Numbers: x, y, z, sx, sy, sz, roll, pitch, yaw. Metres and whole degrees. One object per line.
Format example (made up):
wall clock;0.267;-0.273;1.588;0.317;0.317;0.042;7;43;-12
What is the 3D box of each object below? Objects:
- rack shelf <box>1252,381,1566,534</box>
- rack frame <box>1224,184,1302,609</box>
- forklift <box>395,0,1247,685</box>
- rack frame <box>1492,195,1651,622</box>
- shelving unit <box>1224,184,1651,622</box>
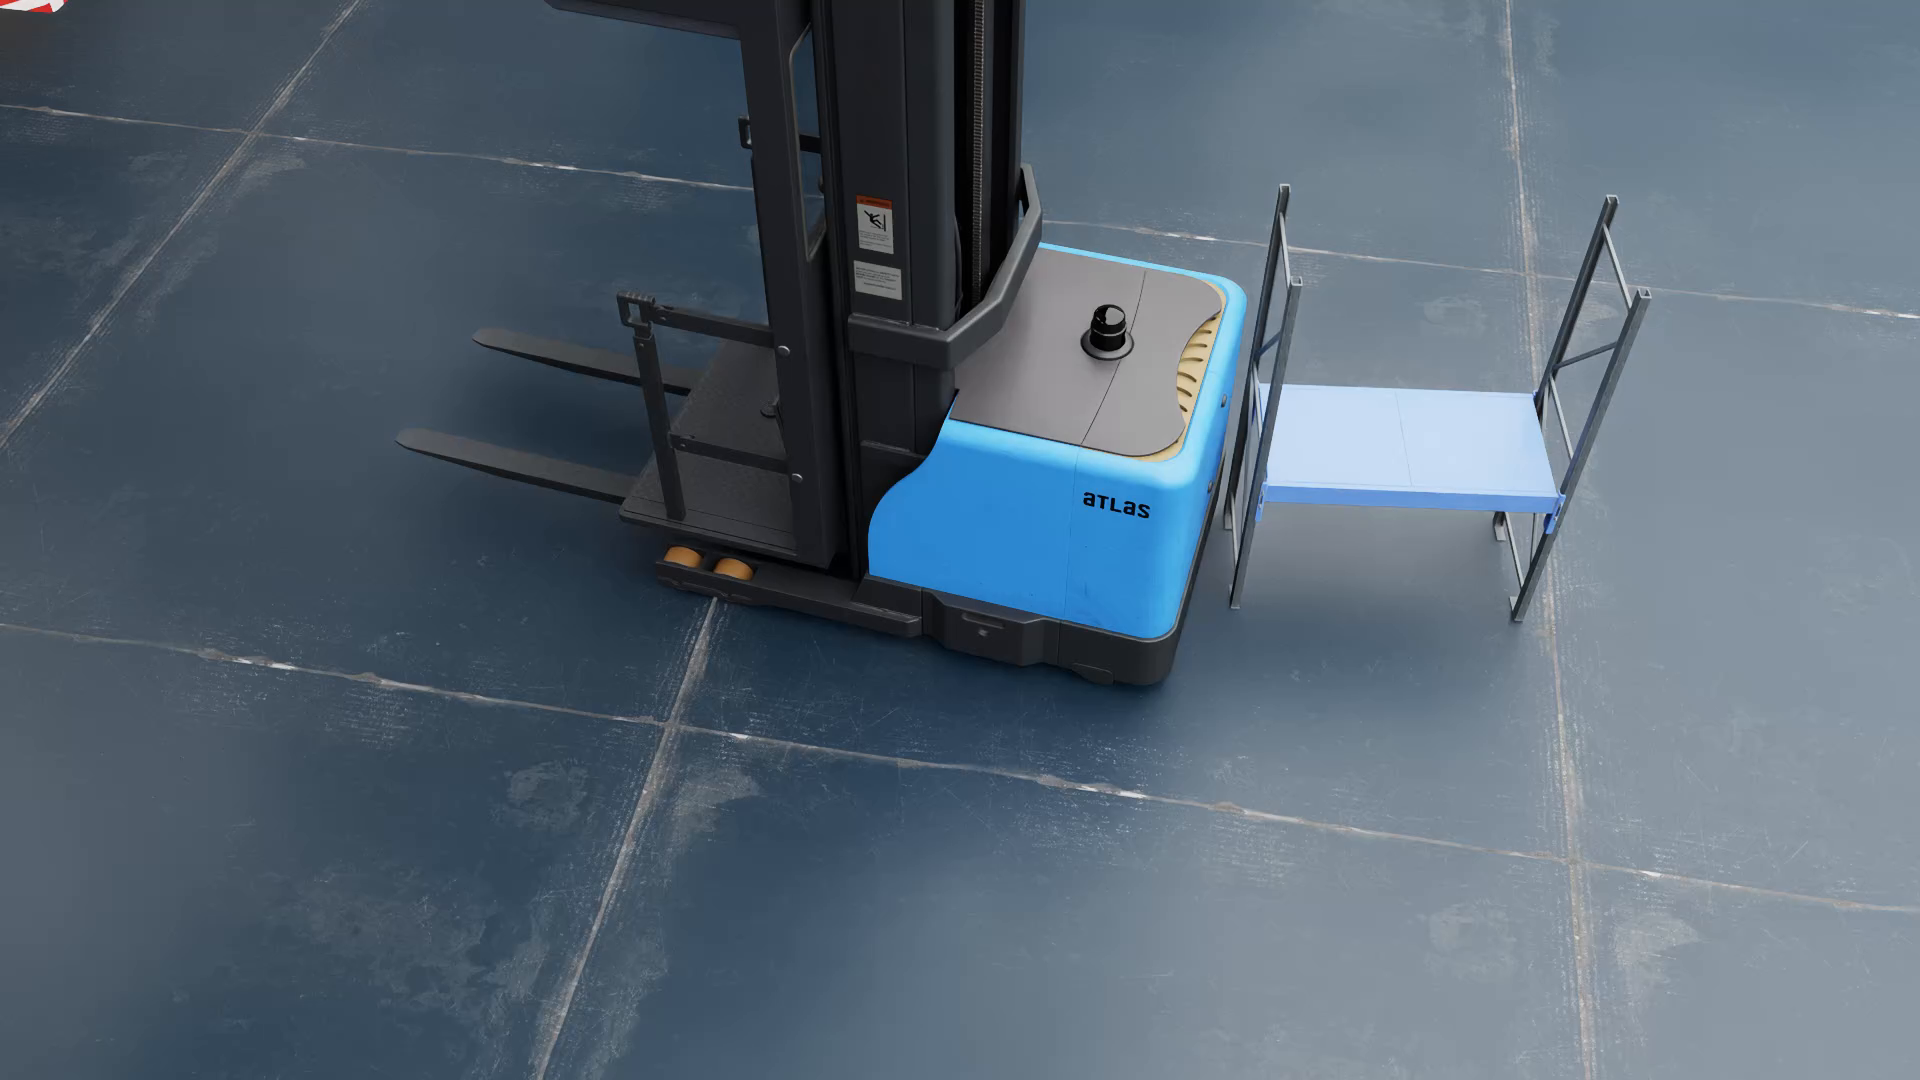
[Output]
rack shelf;1.517;-0.294;5.748;1.000;0.185;0.538;2;48;2
rack frame;1.010;-0.436;5.633;0.032;1.500;0.500;2;48;2
forklift;-0.596;-1.115;5.282;3.031;2.935;1.130;13;49;11
rack frame;2.025;-0.393;5.595;0.032;1.500;0.500;2;48;2
shelving unit;1.517;-0.414;5.614;1.048;1.500;0.538;2;48;2
